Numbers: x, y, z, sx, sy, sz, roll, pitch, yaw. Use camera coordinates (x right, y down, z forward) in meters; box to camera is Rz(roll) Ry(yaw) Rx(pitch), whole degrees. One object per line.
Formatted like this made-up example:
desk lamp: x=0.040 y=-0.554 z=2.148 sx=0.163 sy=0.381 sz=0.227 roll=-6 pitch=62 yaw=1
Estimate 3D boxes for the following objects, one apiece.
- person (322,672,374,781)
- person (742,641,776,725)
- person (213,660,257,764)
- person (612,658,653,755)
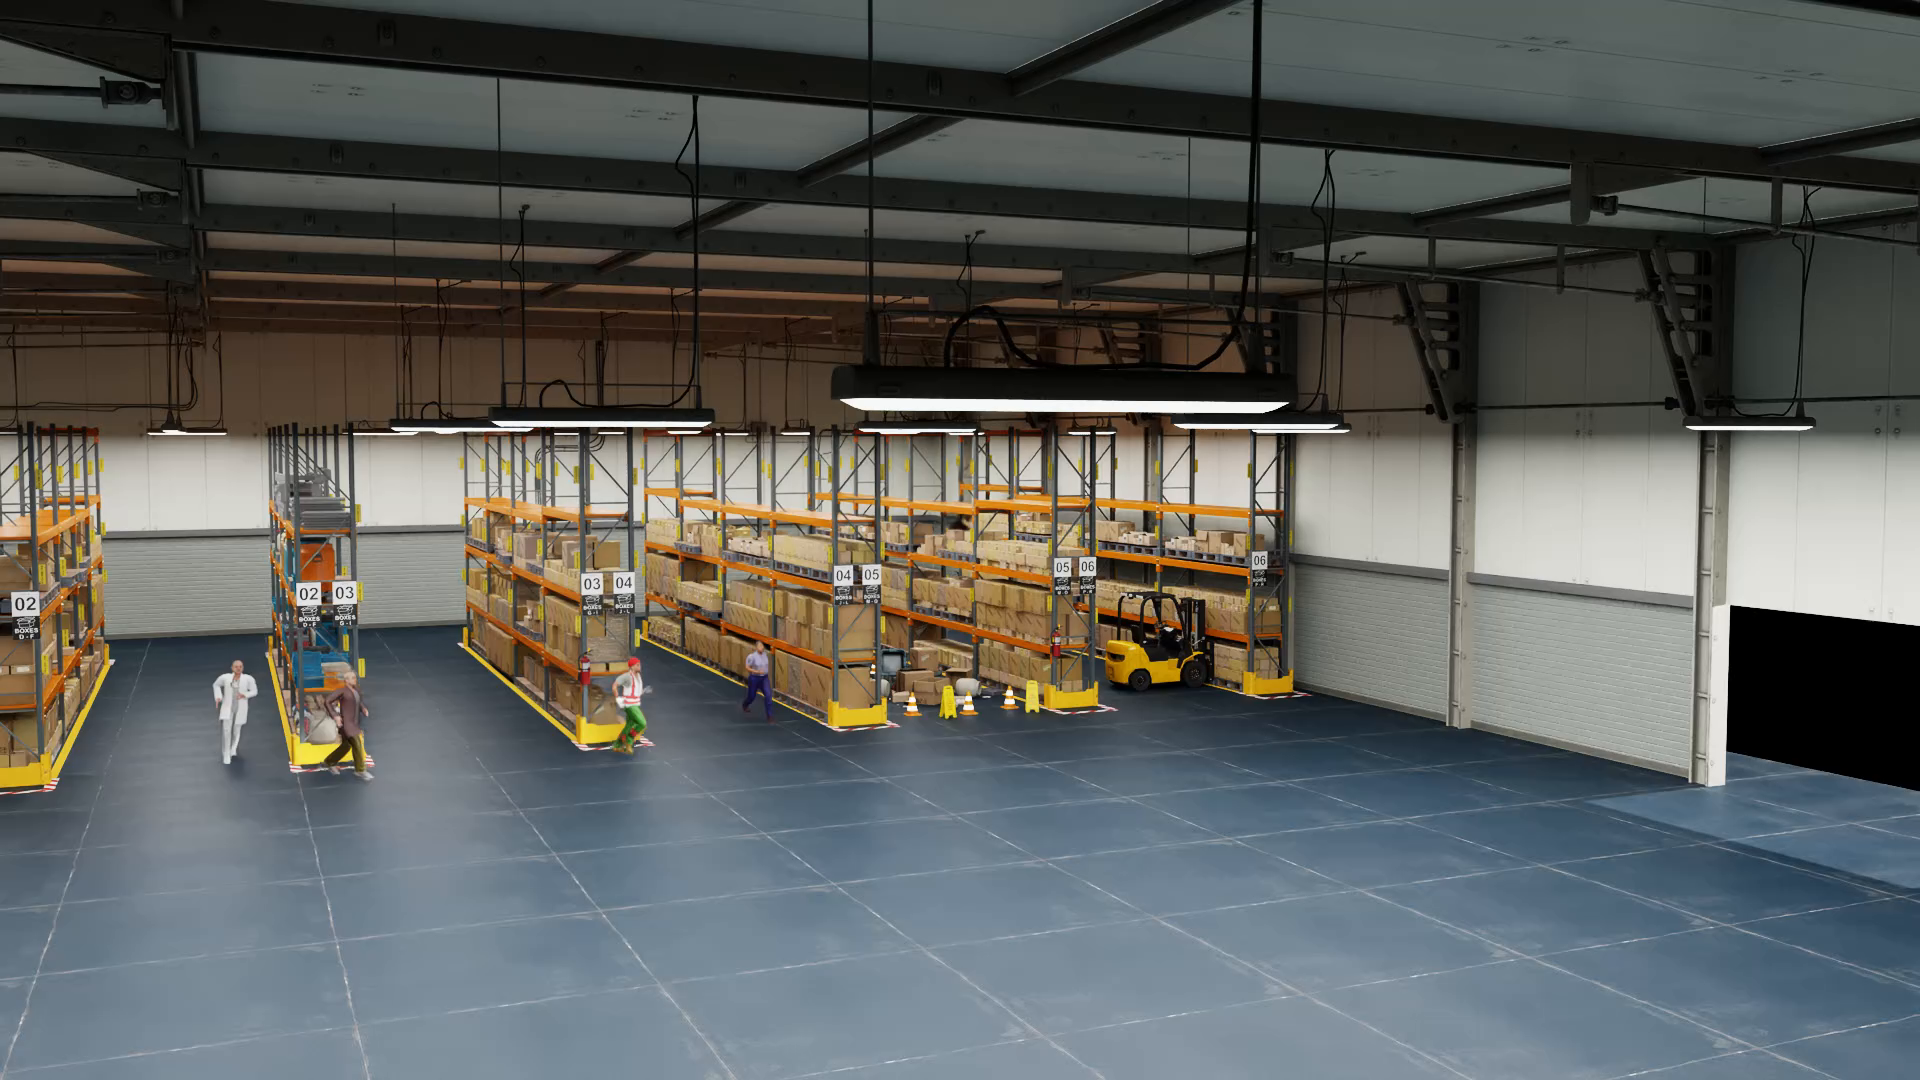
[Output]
person: x=-10.299 y=3.120 z=28.014 sx=1.002 sy=1.799 sz=0.720 roll=1 pitch=4 yaw=9
person: x=-4.100 y=2.865 z=33.595 sx=0.574 sy=1.664 sz=1.086 roll=-2 pitch=4 yaw=-32
person: x=-12.913 y=3.061 z=29.654 sx=0.711 sy=1.850 sz=0.839 roll=-2 pitch=4 yaw=-26
person: x=-5.923 y=2.997 z=30.045 sx=0.735 sy=1.750 sz=0.647 roll=1 pitch=4 yaw=13
